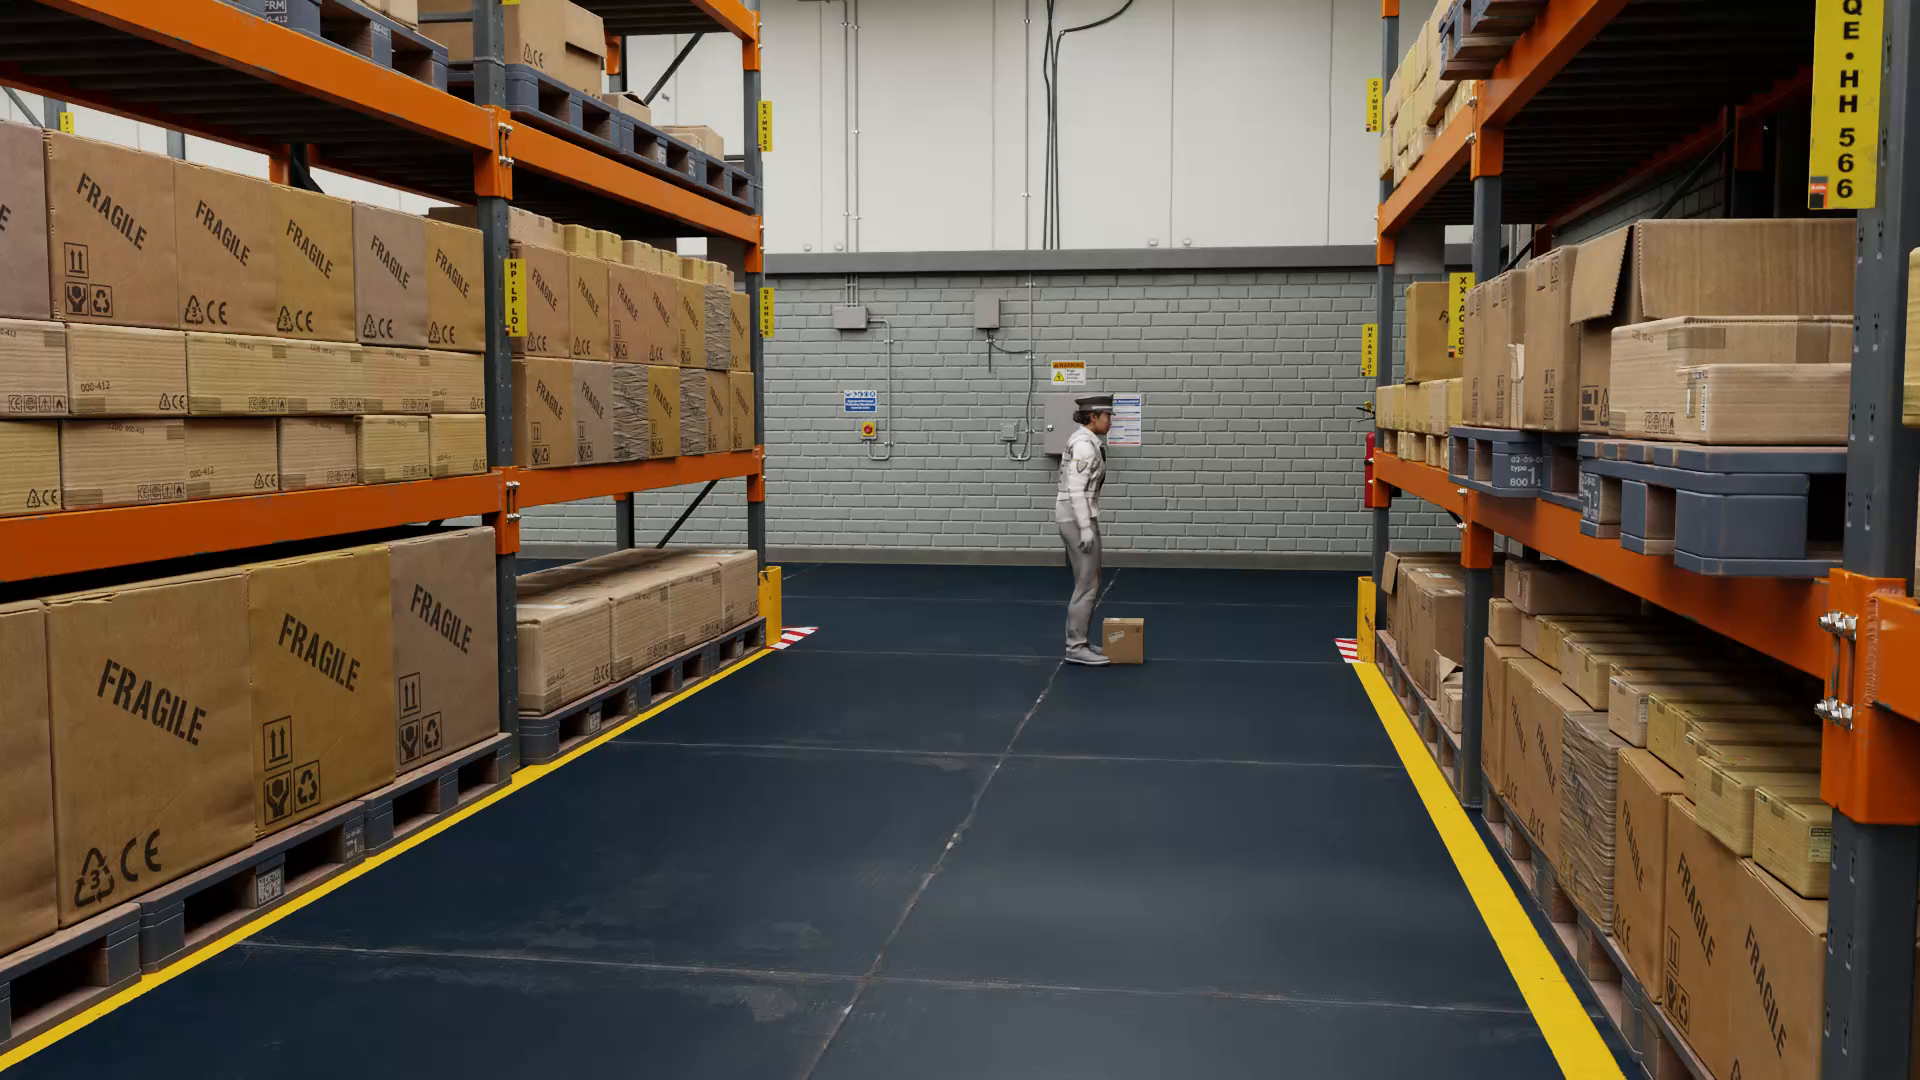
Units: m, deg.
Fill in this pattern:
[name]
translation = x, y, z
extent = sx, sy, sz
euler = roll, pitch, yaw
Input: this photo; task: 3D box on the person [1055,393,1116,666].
[person]
translation = 0.779, -0.077, 10.347
extent = 0.376, 1.663, 0.527
euler = 1, 5, 9
